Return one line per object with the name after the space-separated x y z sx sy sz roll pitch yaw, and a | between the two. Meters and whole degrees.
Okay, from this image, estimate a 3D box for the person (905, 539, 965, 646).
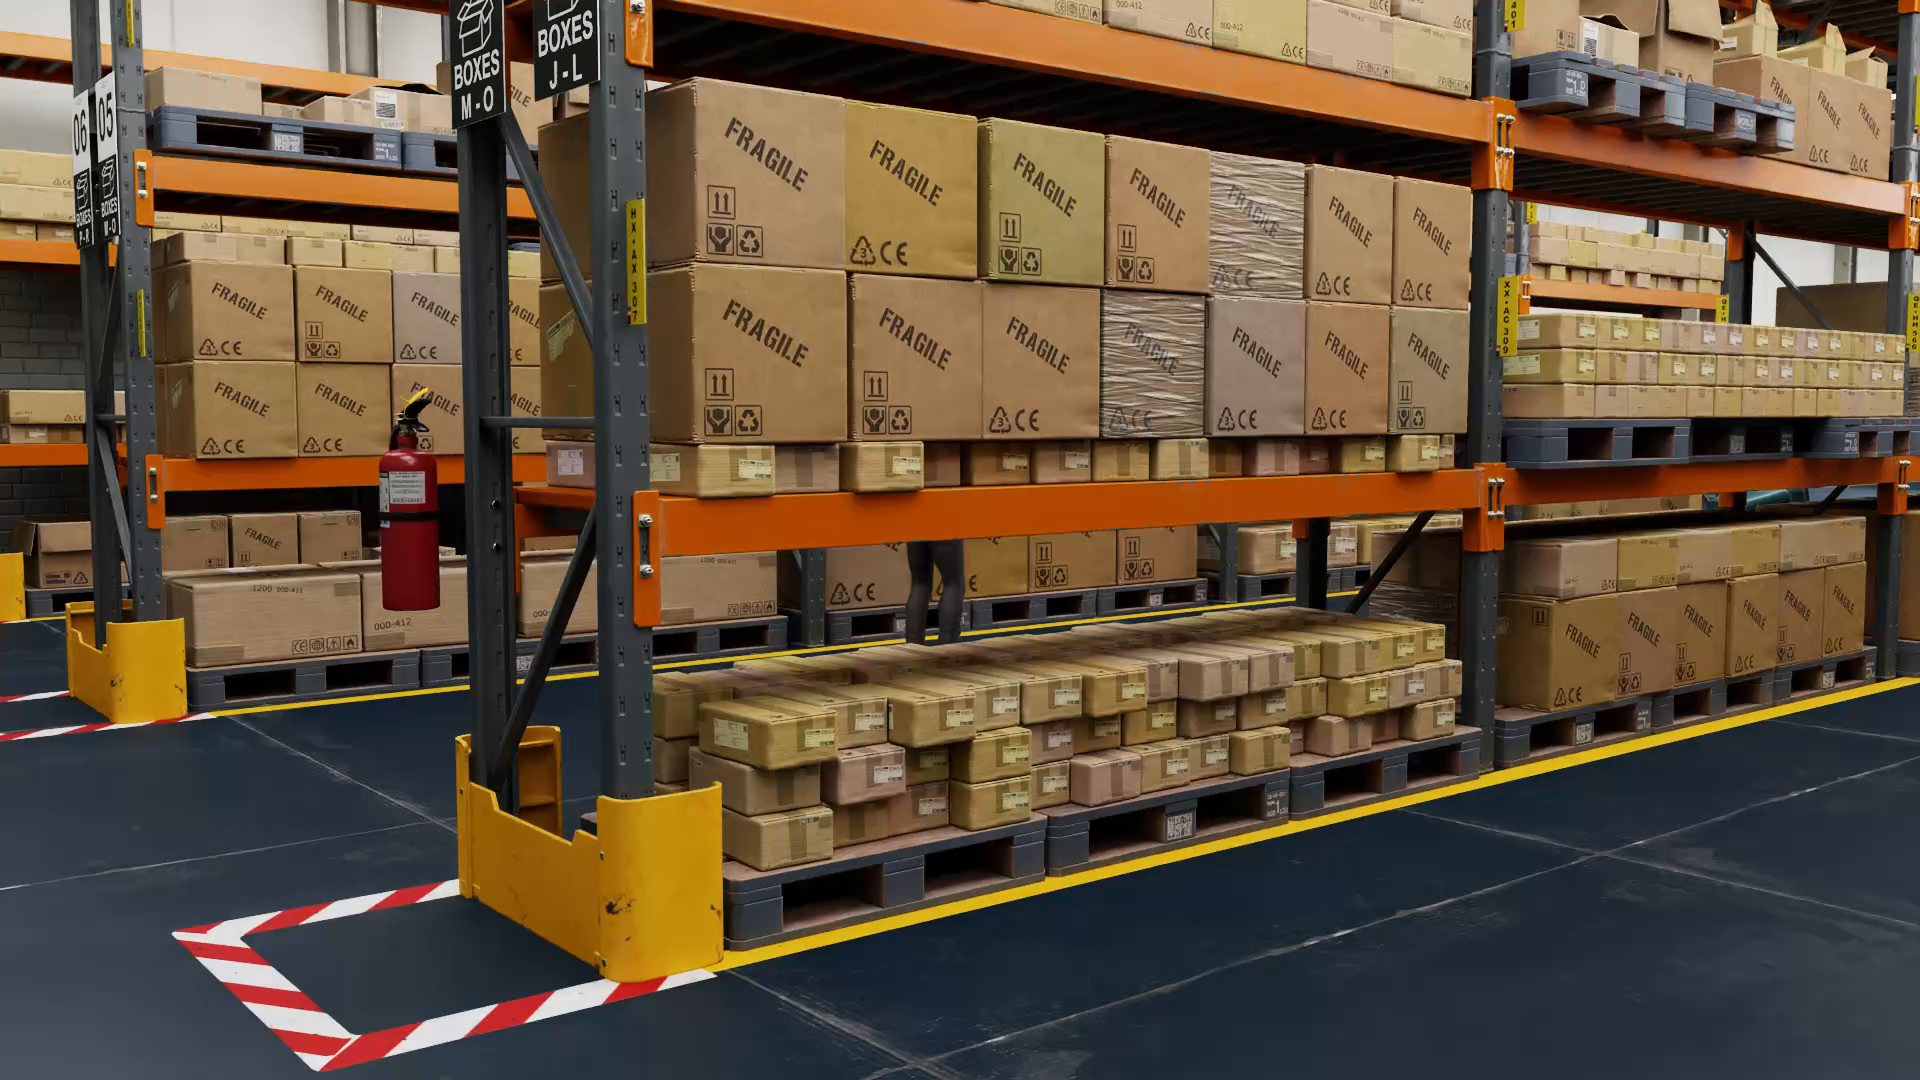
-0.118 -0.069 10.241 0.449 1.645 0.521 3 6 37 | person
